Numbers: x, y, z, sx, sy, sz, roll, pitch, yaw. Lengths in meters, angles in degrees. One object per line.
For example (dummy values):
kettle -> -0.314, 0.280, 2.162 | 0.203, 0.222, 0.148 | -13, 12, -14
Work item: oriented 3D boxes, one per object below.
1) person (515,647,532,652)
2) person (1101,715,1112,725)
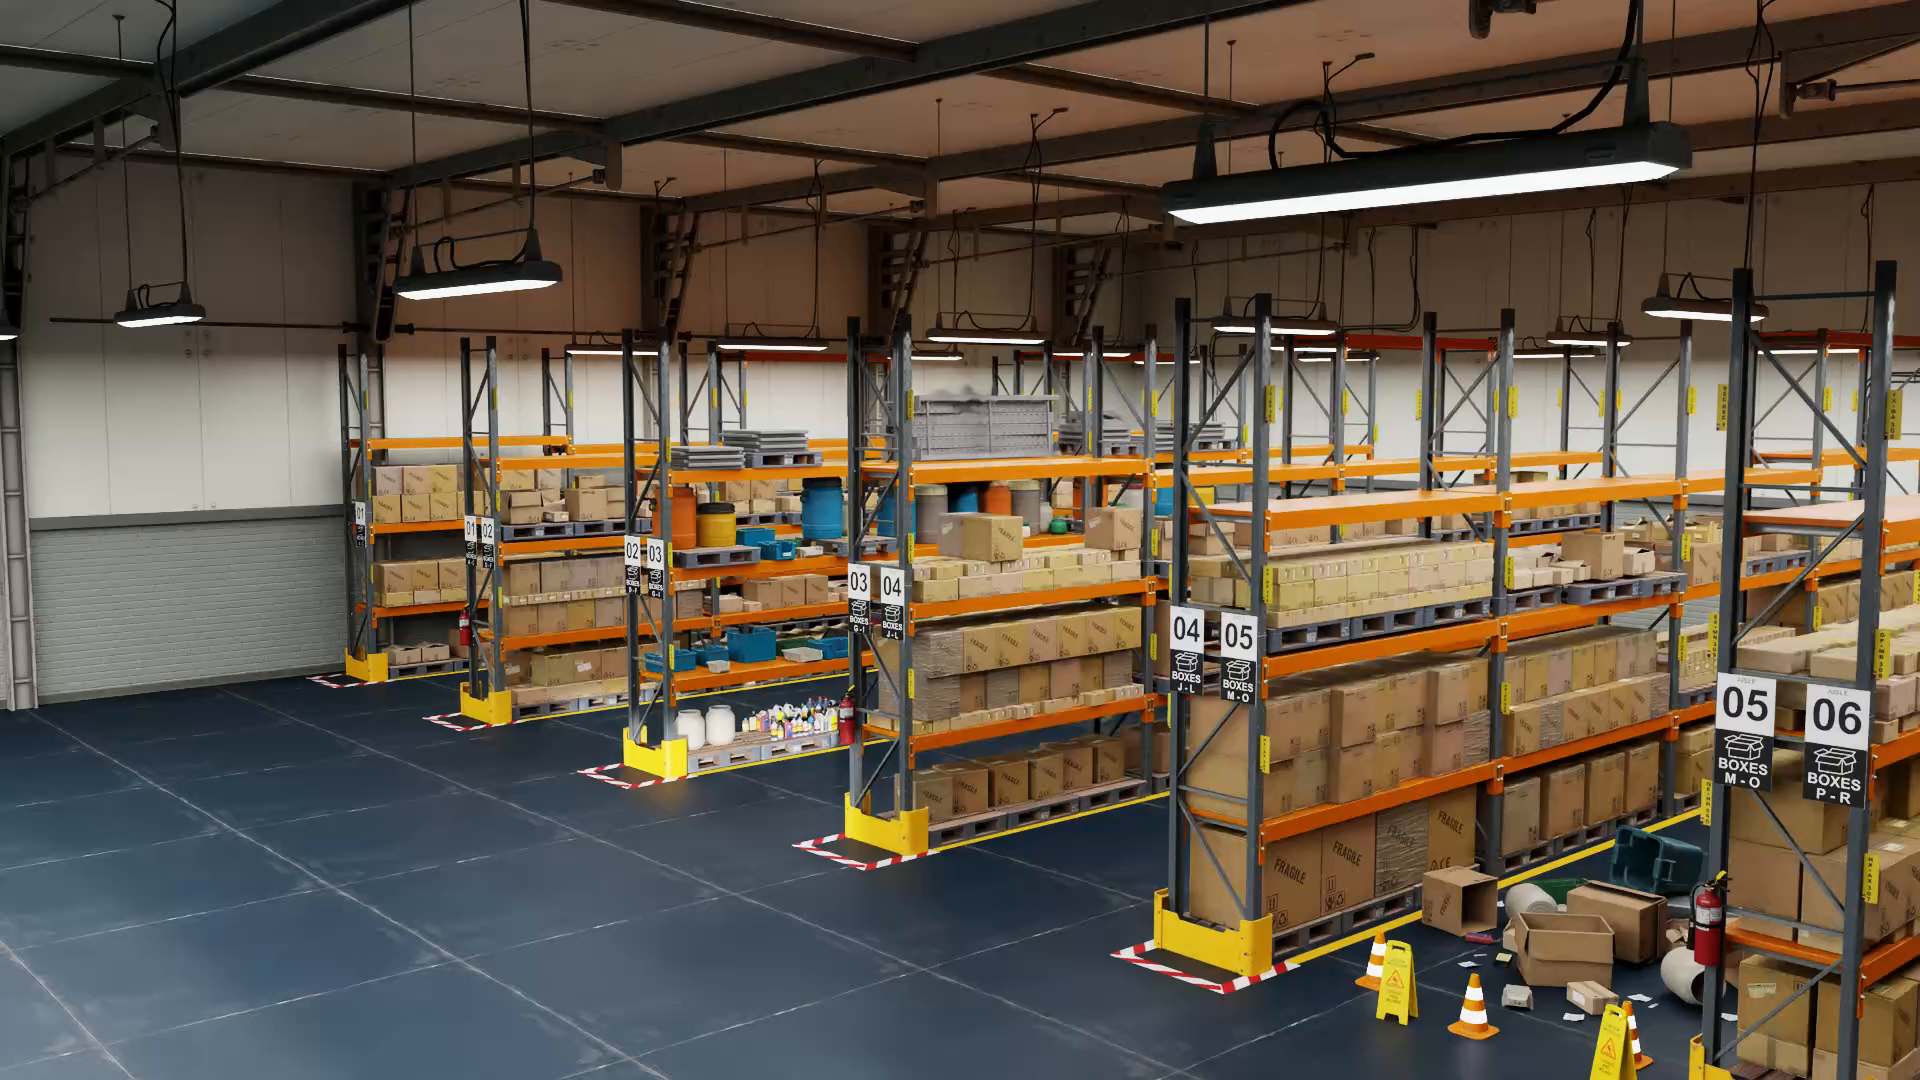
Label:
person -> -7.483, 1.824, 28.221 | 0.535, 1.636, 0.599 | 5, 7, 45
person -> 2.227, 1.815, 24.481 | 0.658, 1.752, 0.606 | 3, 6, 33
